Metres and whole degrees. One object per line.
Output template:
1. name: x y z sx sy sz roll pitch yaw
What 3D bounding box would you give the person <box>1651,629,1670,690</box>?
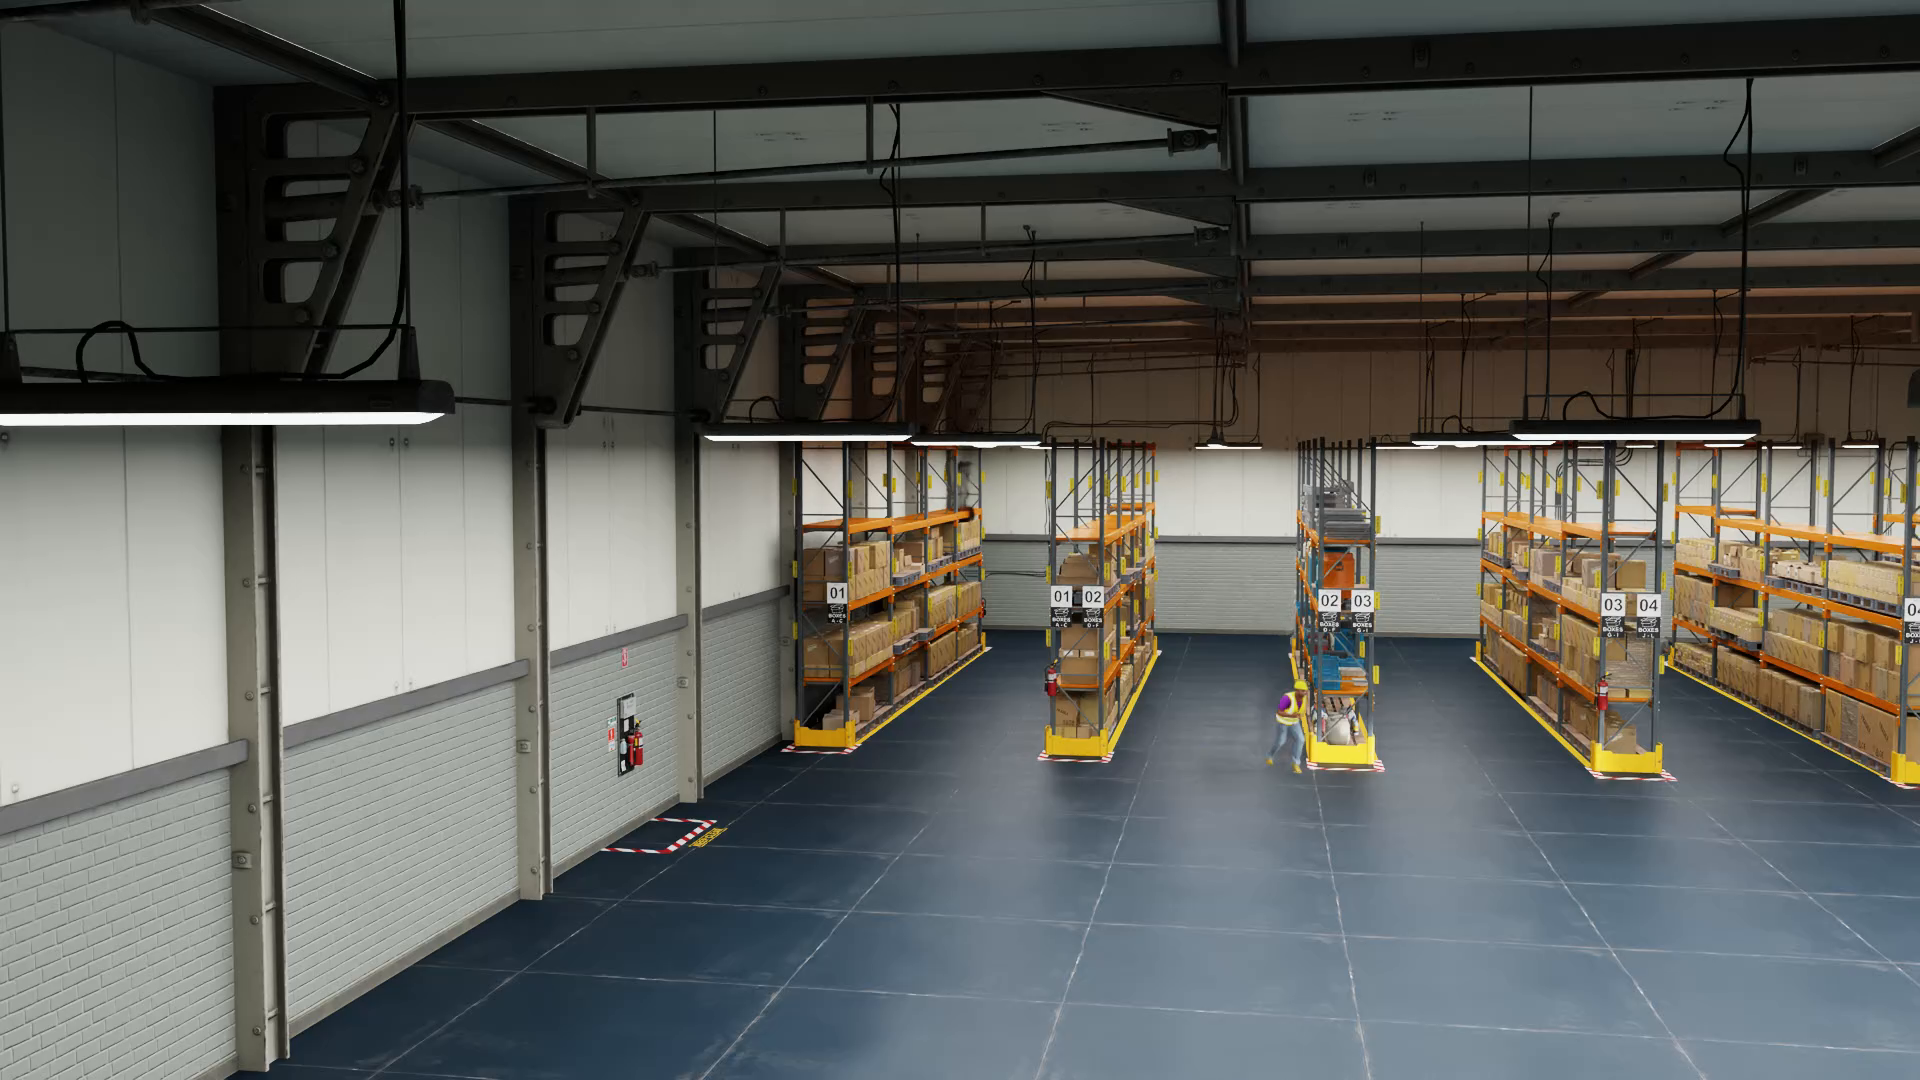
1. person: 15.872 2.833 38.138 0.649 1.784 0.974 0 3 -2

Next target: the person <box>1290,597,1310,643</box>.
1. person: 10.109 2.288 48.600 0.938 1.766 0.649 1 3 25

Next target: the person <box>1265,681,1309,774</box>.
1. person: 5.876 3.337 29.832 0.745 1.713 1.027 -2 4 -32
